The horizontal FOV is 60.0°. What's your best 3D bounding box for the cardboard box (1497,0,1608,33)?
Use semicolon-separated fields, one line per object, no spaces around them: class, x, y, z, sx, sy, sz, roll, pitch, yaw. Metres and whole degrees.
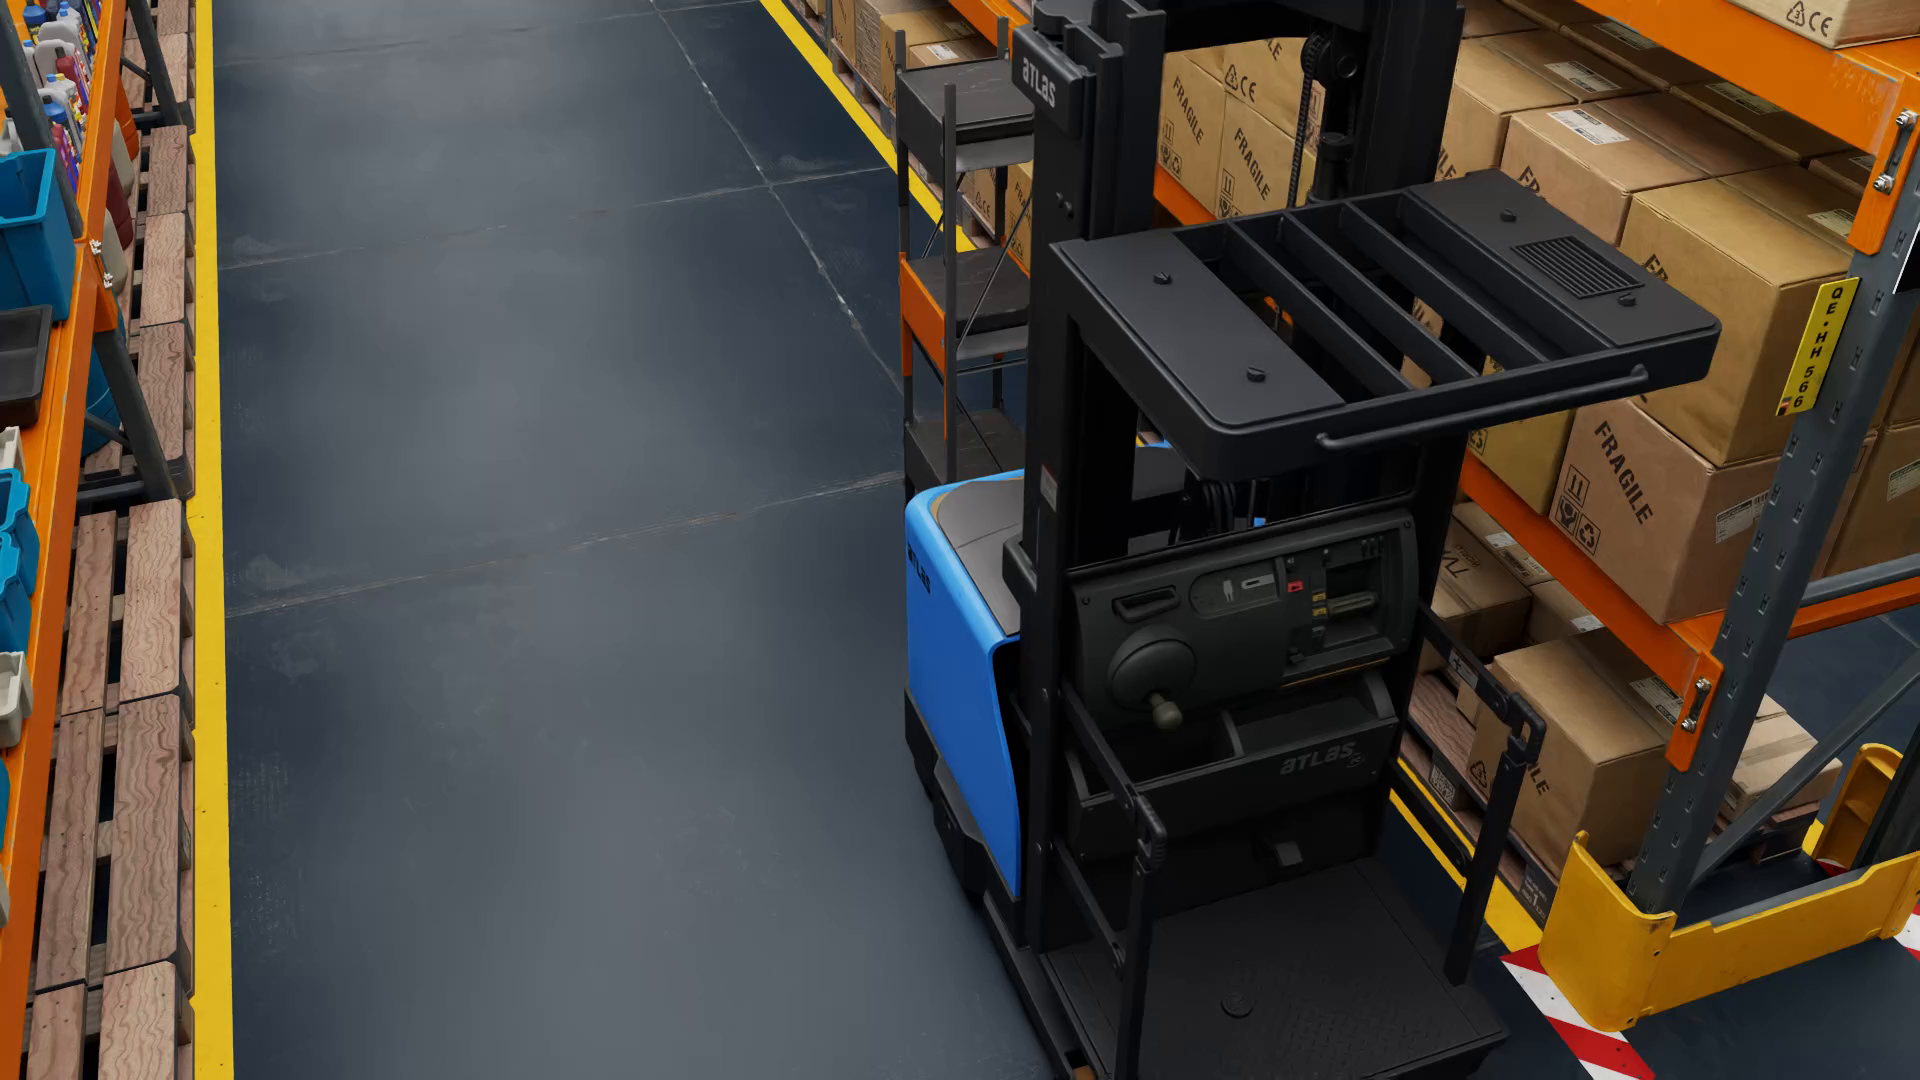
cardboard box;1.936;-1.535;5.381;0.500;0.500;0.500;-13;39;-16

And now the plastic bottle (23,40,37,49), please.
plastic bottle;-3.968;-2.042;7.132;0.097;0.201;0.097;0;37;0

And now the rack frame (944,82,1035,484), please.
rack frame;0.141;-0.607;5.811;0.400;2.100;0.015;-12;39;-16

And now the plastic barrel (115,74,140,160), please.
plastic barrel;-4.849;-2.451;8.965;0.600;0.830;0.708;-12;39;-16

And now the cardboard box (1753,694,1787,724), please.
cardboard box;2.464;0.580;5.476;0.380;0.166;0.250;-12;39;-16

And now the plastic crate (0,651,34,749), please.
plastic crate;-2.322;0.389;3.910;0.250;0.136;0.298;-12;39;-16

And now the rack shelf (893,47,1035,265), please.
rack shelf;0.057;-1.293;5.581;0.431;0.518;0.480;-12;39;-16

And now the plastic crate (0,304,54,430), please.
plastic crate;-3.020;-0.500;5.100;0.437;0.125;0.590;-12;39;-16

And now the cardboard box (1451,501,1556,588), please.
cardboard box;2.107;0.065;6.090;0.500;0.250;0.500;-12;39;-16

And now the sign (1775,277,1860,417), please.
sign;1.844;-0.412;3.579;0.100;0.325;0.005;-12;39;-16

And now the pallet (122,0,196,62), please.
pallet;-5.680;-3.442;11.145;1.003;0.211;1.213;-12;39;-16

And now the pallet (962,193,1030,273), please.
pallet;0.680;-1.524;8.598;1.003;0.211;1.213;-12;39;-16

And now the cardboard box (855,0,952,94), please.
cardboard box;-0.308;-3.012;9.968;0.500;0.500;0.500;-14;39;-18

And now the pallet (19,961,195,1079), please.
pallet;-2.528;1.737;4.269;1.003;0.211;1.213;-12;39;-16

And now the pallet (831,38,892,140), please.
pallet;-0.160;-2.902;10.428;1.003;0.211;1.213;-12;39;-16

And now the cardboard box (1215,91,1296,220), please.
cardboard box;1.264;-1.310;5.913;0.500;0.500;0.500;-13;39;-16

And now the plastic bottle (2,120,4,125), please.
plastic bottle;-3.695;-1.594;6.538;0.097;0.201;0.097;0;37;0

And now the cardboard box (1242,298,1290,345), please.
cardboard box;1.458;-1.100;7.430;0.500;0.500;0.500;-12;39;-16

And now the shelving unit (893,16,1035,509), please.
shelving unit;0.057;-0.745;5.994;0.431;2.100;0.503;-12;39;-16

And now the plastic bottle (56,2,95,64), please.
plastic bottle;-3.905;-2.232;7.327;0.097;0.271;0.097;0;37;0

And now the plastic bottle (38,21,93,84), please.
plastic bottle;-3.857;-2.108;7.158;0.152;0.276;0.135;-12;39;-16

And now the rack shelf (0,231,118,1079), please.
rack shelf;-2.969;0.254;4.517;1.077;0.370;4.000;-12;39;-16

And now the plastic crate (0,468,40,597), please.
plastic crate;-2.613;0.019;4.321;0.416;0.233;0.300;-12;39;-16

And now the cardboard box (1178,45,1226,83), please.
cardboard box;1.071;-2.010;6.011;0.500;0.500;0.500;-14;39;-17

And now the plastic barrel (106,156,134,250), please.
plastic barrel;-4.461;-1.716;8.191;0.600;0.588;0.708;-12;39;-16

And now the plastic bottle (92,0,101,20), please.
plastic bottle;-4.100;-2.590;7.792;0.061;0.283;0.133;-12;39;-16

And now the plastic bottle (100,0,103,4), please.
plastic bottle;-4.191;-2.674;7.972;0.097;0.201;0.097;0;37;0

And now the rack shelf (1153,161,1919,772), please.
rack shelf;1.683;-0.769;5.876;1.077;0.370;4.000;-12;39;-16

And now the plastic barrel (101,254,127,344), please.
plastic barrel;-4.072;-1.203;7.249;0.600;0.901;0.708;-12;39;-16

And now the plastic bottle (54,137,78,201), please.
plastic bottle;-3.383;-1.412;6.228;0.061;0.283;0.133;-12;39;-16

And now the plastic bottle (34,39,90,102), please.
plastic bottle;-3.777;-1.977;6.984;0.152;0.276;0.135;-12;39;-16

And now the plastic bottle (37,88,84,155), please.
plastic bottle;-3.584;-1.660;6.564;0.152;0.276;0.135;-12;39;-16

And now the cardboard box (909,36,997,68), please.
cardboard box;0.045;-2.434;9.200;0.500;0.500;0.500;-14;39;-17

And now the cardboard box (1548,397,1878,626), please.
cardboard box;1.962;-0.163;4.390;0.500;0.500;0.500;-11;38;-15

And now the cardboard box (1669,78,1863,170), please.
cardboard box;2.279;-0.965;4.624;0.500;0.500;0.500;-12;39;-15

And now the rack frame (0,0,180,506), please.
rack frame;-3.657;-1.163;5.801;1.000;3.000;0.127;-12;39;-16

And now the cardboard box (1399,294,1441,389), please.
cardboard box;1.614;-0.739;5.154;0.500;0.500;0.500;-12;39;-16

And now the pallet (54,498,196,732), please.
pallet;-3.368;0.358;6.099;1.003;0.211;1.213;-12;39;-16

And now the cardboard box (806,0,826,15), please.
cardboard box;-0.791;-3.762;11.188;0.500;0.250;0.500;-12;39;-15

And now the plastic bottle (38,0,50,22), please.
plastic bottle;-4.172;-2.456;7.614;0.061;0.283;0.133;-12;39;-16

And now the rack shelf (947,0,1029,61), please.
rack shelf;0.307;-3.029;8.876;1.077;0.370;4.000;-12;39;-16

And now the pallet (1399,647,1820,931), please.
pallet;2.070;0.694;5.653;1.003;0.211;1.213;-12;39;-16

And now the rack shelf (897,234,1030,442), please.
rack shelf;0.057;-0.734;6.002;0.431;0.518;0.480;-12;39;-16

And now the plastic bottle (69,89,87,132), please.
plastic bottle;-3.632;-1.757;6.754;0.097;0.201;0.097;0;37;0

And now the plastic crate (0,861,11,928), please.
plastic crate;-2.089;0.772;3.401;0.250;0.136;0.298;-12;39;-16

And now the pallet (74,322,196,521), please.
pallet;-3.883;-0.494;7.230;1.003;0.211;1.213;-12;39;-16

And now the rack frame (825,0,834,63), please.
rack frame;-0.381;-4.446;10.159;1.000;3.000;0.127;-12;39;-16

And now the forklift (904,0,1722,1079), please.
forklift;0.796;0.271;3.955;1.130;2.935;3.031;-12;39;-16

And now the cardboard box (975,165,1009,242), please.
cardboard box;0.394;-1.864;8.443;0.500;0.500;0.500;-12;39;-16

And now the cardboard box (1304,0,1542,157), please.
cardboard box;1.426;-1.428;5.238;0.500;0.500;0.500;-11;38;-15

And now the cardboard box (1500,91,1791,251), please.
cardboard box;1.786;-0.846;4.465;0.500;0.500;0.500;-11;38;-15

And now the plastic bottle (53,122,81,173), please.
plastic bottle;-3.485;-1.516;6.434;0.097;0.201;0.097;0;37;0

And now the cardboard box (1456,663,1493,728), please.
cardboard box;1.898;0.526;5.548;0.380;0.166;0.250;-12;39;-16

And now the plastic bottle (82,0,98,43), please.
plastic bottle;-3.991;-2.410;7.554;0.061;0.283;0.133;-12;39;-16

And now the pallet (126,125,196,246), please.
pallet;-4.723;-1.872;9.060;1.003;0.211;1.213;-12;39;-16

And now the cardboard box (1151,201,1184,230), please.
cardboard box;1.057;-1.687;8.209;0.500;0.500;0.500;-14;39;-18

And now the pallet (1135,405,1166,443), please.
pallet;1.231;-0.684;7.483;1.003;0.211;1.213;-12;39;-16

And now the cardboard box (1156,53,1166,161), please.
cardboard box;0.915;-1.882;6.672;0.500;0.500;0.500;-11;38;-15
